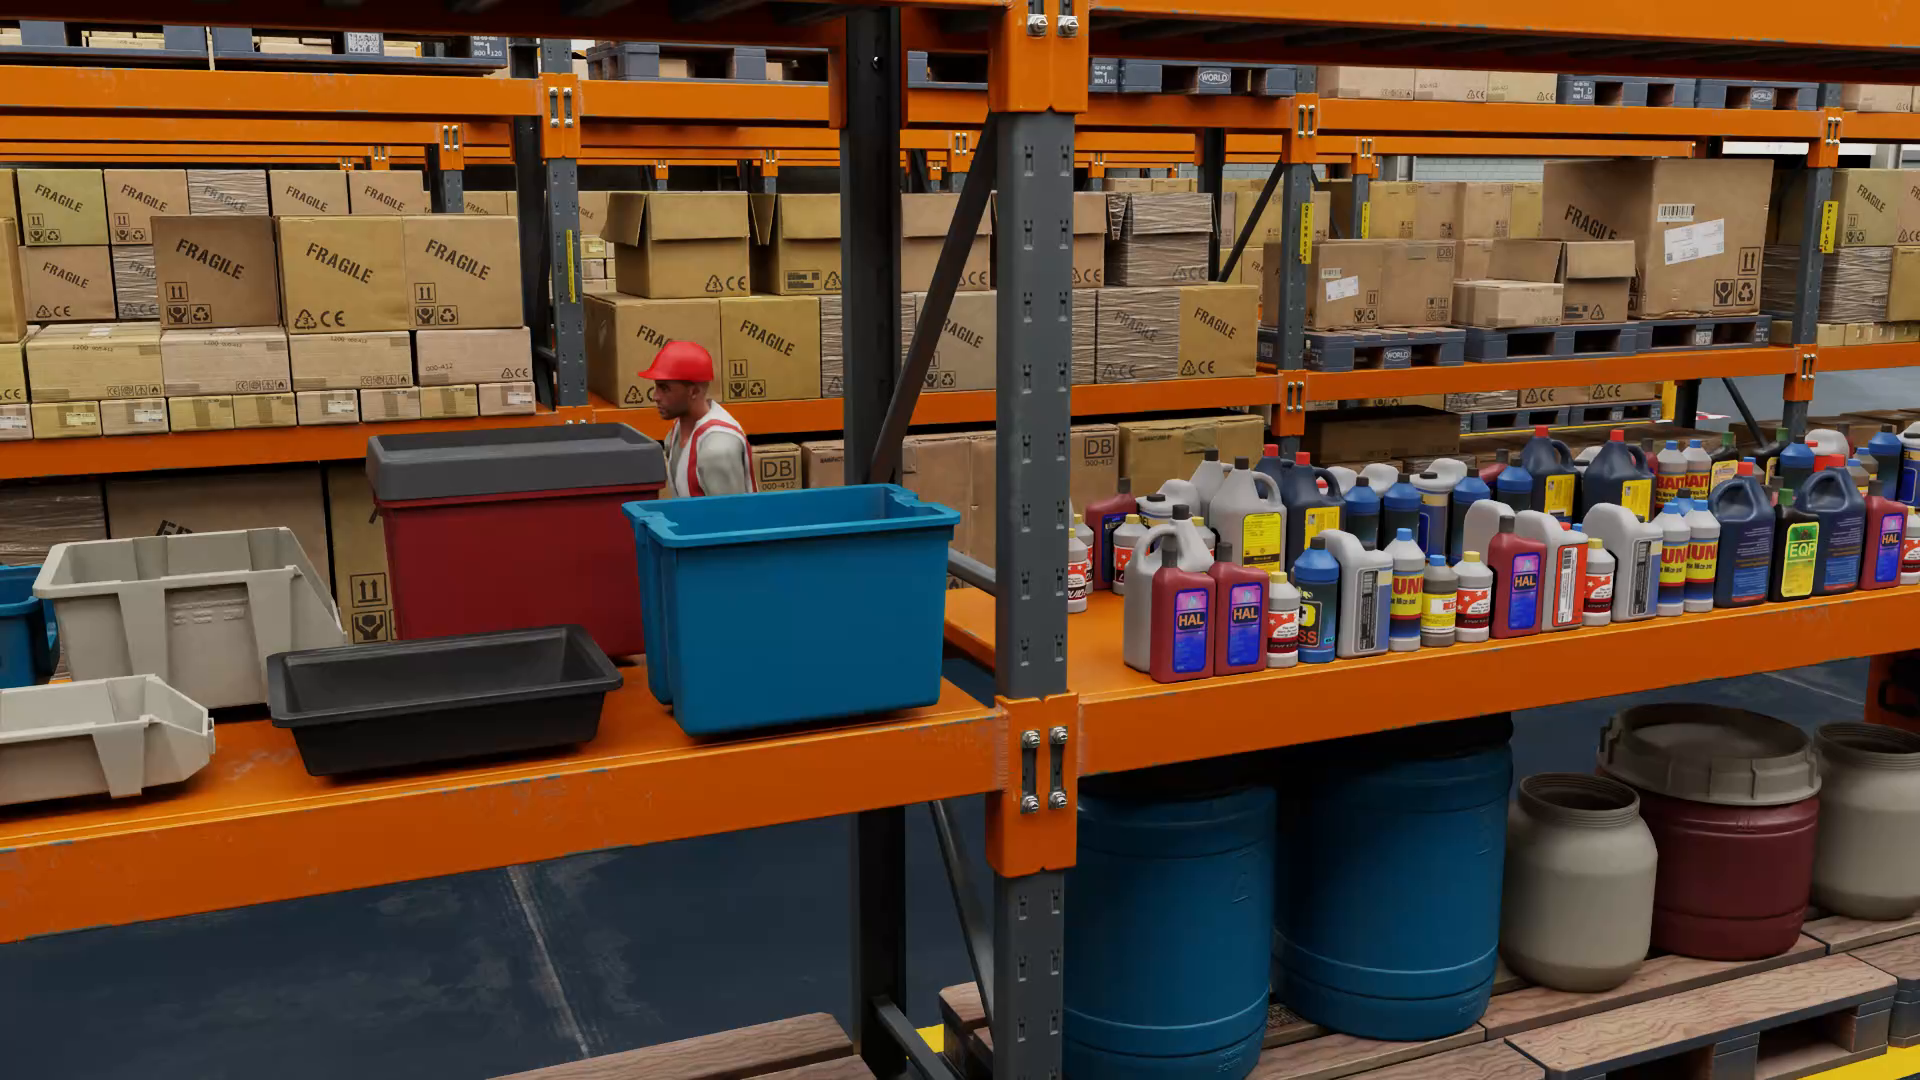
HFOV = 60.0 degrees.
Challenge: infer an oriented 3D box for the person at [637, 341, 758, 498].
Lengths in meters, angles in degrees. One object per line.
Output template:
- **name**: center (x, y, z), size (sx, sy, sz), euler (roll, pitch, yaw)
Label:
- **person**: center (-0.972, 0.141, 6.245), size (0.435, 1.781, 0.568), euler (-6, 13, -25)
